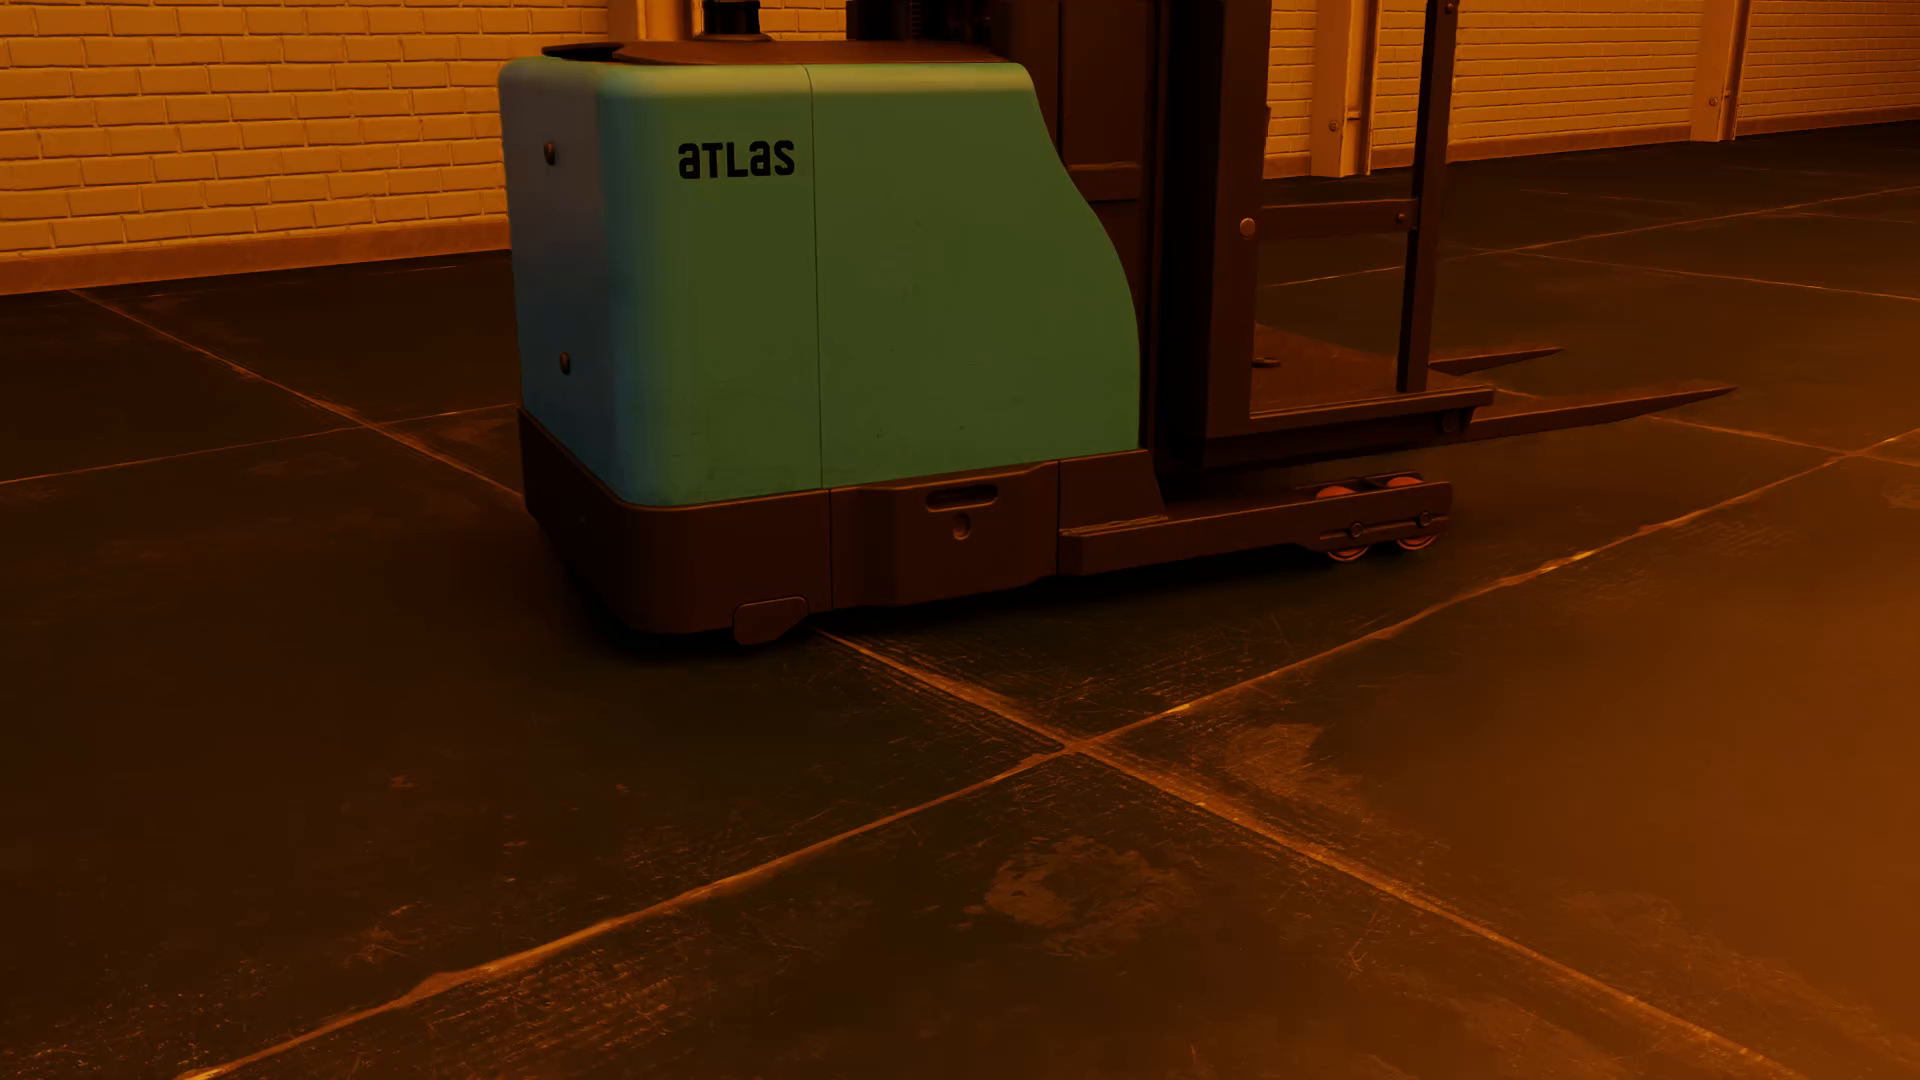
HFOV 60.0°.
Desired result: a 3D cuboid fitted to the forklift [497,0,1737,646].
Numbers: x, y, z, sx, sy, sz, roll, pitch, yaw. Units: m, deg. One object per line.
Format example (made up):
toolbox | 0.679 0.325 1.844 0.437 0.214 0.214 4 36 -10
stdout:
forklift | 0.549 -1.483 3.681 3.031 2.935 1.130 -8 19 -25
